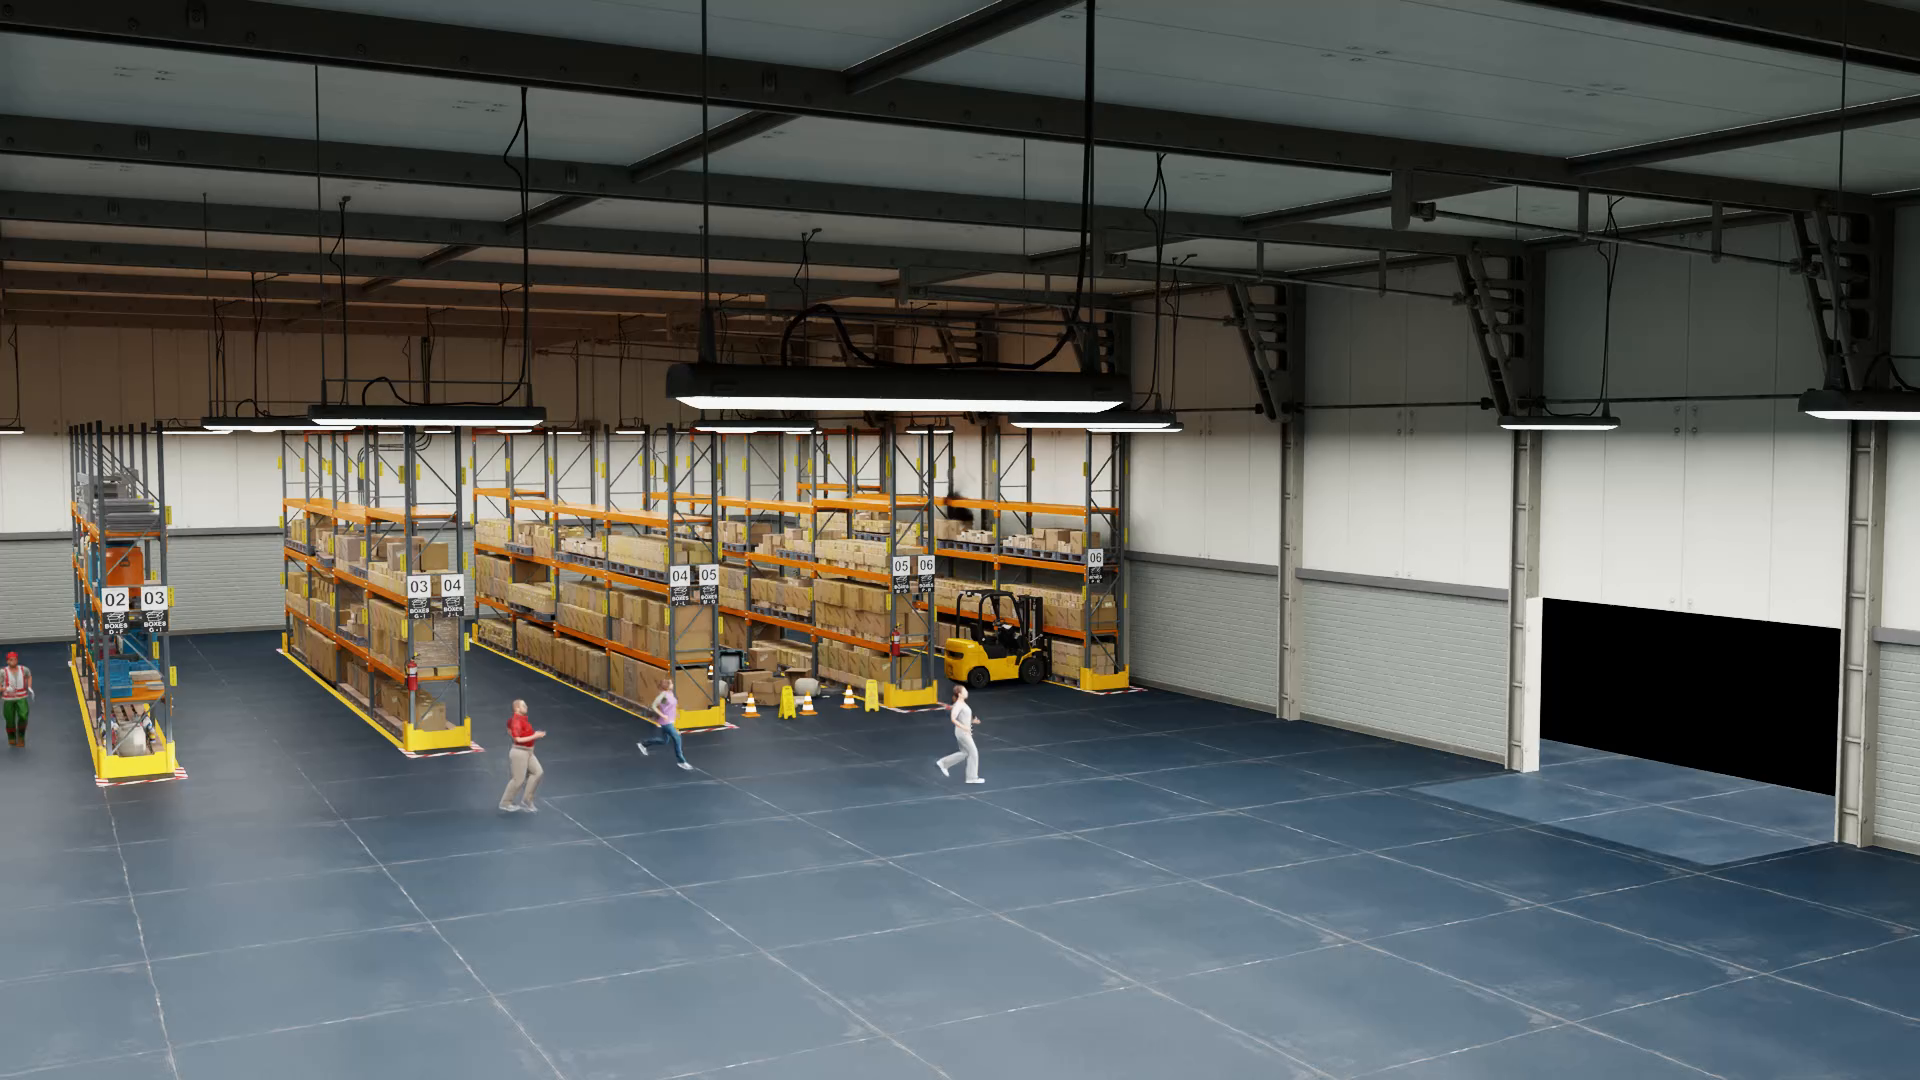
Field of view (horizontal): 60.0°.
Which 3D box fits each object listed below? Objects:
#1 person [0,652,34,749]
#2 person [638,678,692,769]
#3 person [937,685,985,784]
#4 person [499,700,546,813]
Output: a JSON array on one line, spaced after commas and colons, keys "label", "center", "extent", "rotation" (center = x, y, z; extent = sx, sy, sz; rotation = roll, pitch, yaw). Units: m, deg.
[{"label": "person", "center": [-17.342, 2.944, 30.536], "extent": [0.643, 1.796, 0.805], "rotation": [-3, 4, -37]}, {"label": "person", "center": [-5.112, 3.174, 28.788], "extent": [0.975, 1.584, 0.512], "rotation": [0, 4, 3]}, {"label": "person", "center": [0.006, 3.204, 27.460], "extent": [0.802, 1.635, 0.575], "rotation": [0, 4, 4]}, {"label": "person", "center": [-6.642, 3.311, 25.290], "extent": [0.724, 1.779, 0.640], "rotation": [0, 4, -2]}]
